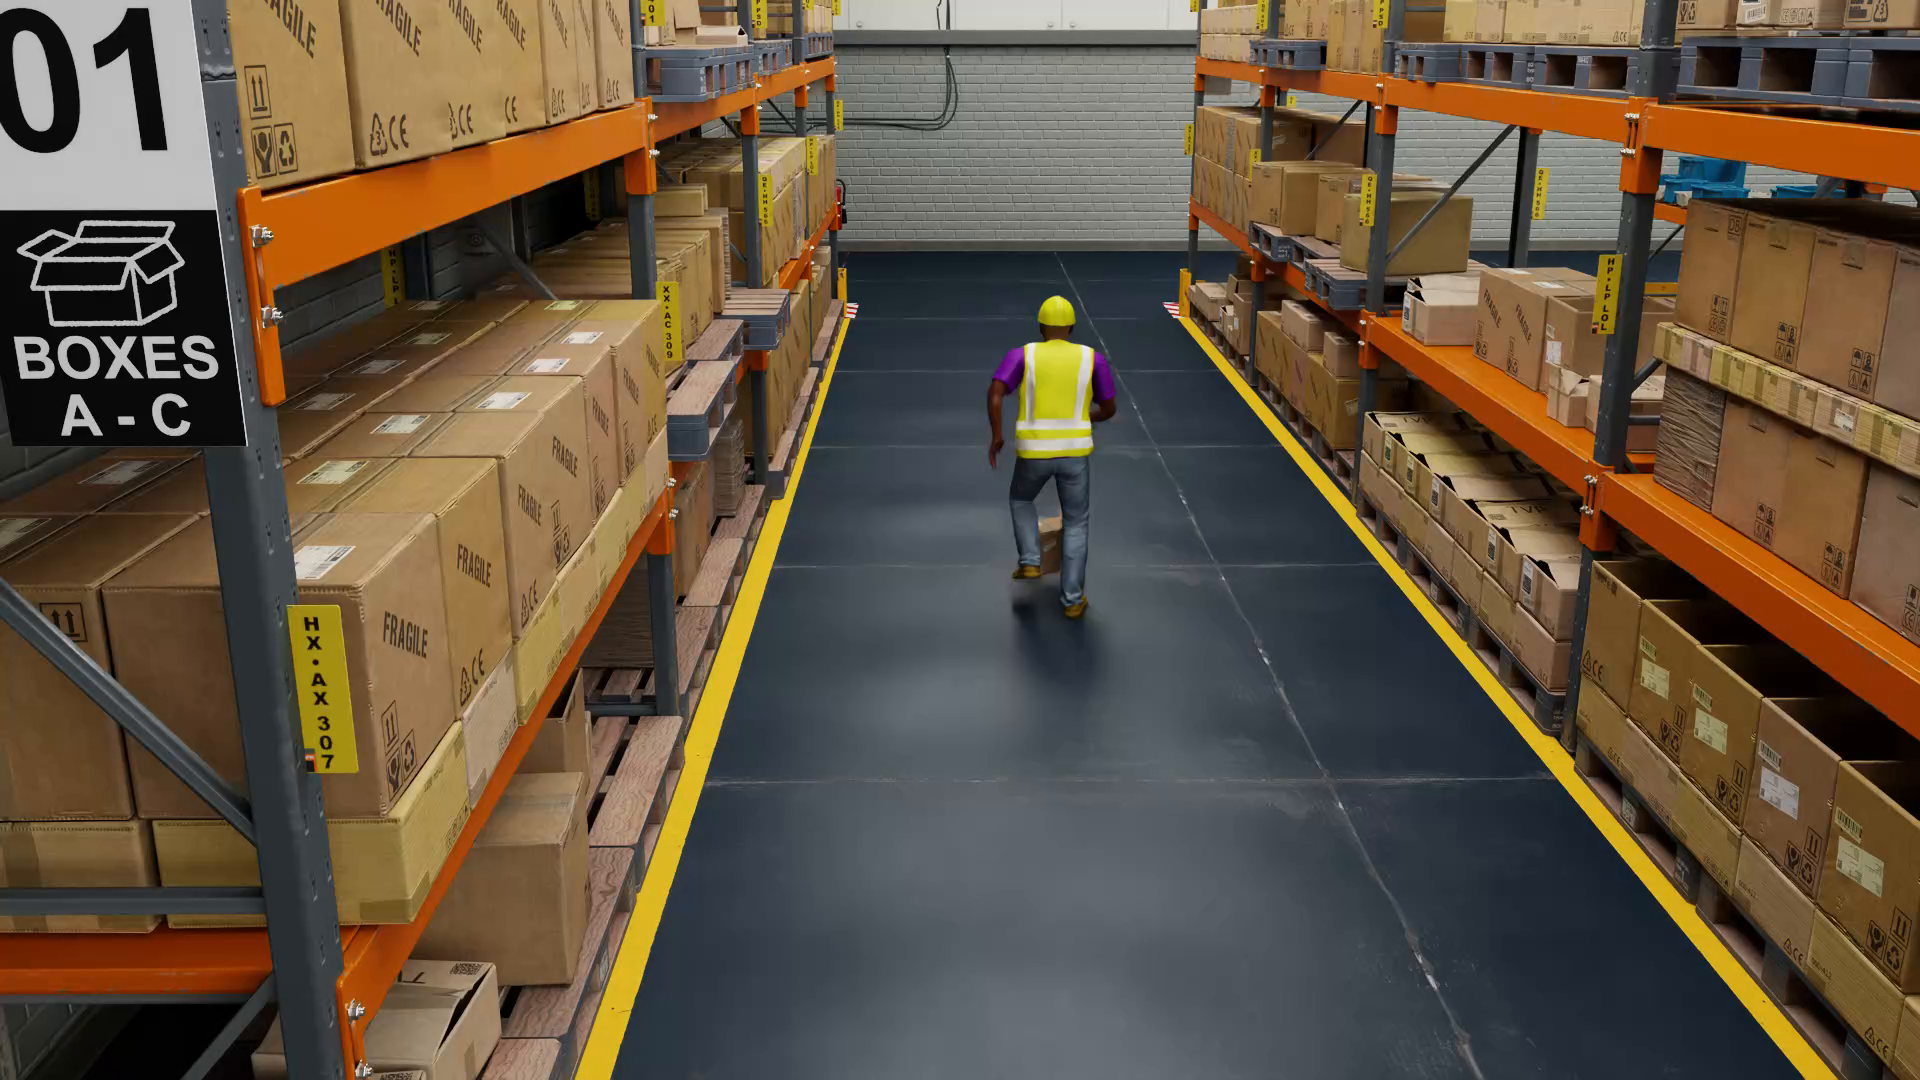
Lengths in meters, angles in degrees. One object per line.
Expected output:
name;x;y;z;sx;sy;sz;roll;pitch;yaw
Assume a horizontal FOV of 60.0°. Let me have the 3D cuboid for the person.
person;0.508;-0.490;9.240;0.704;1.689;0.789;1;17;4
